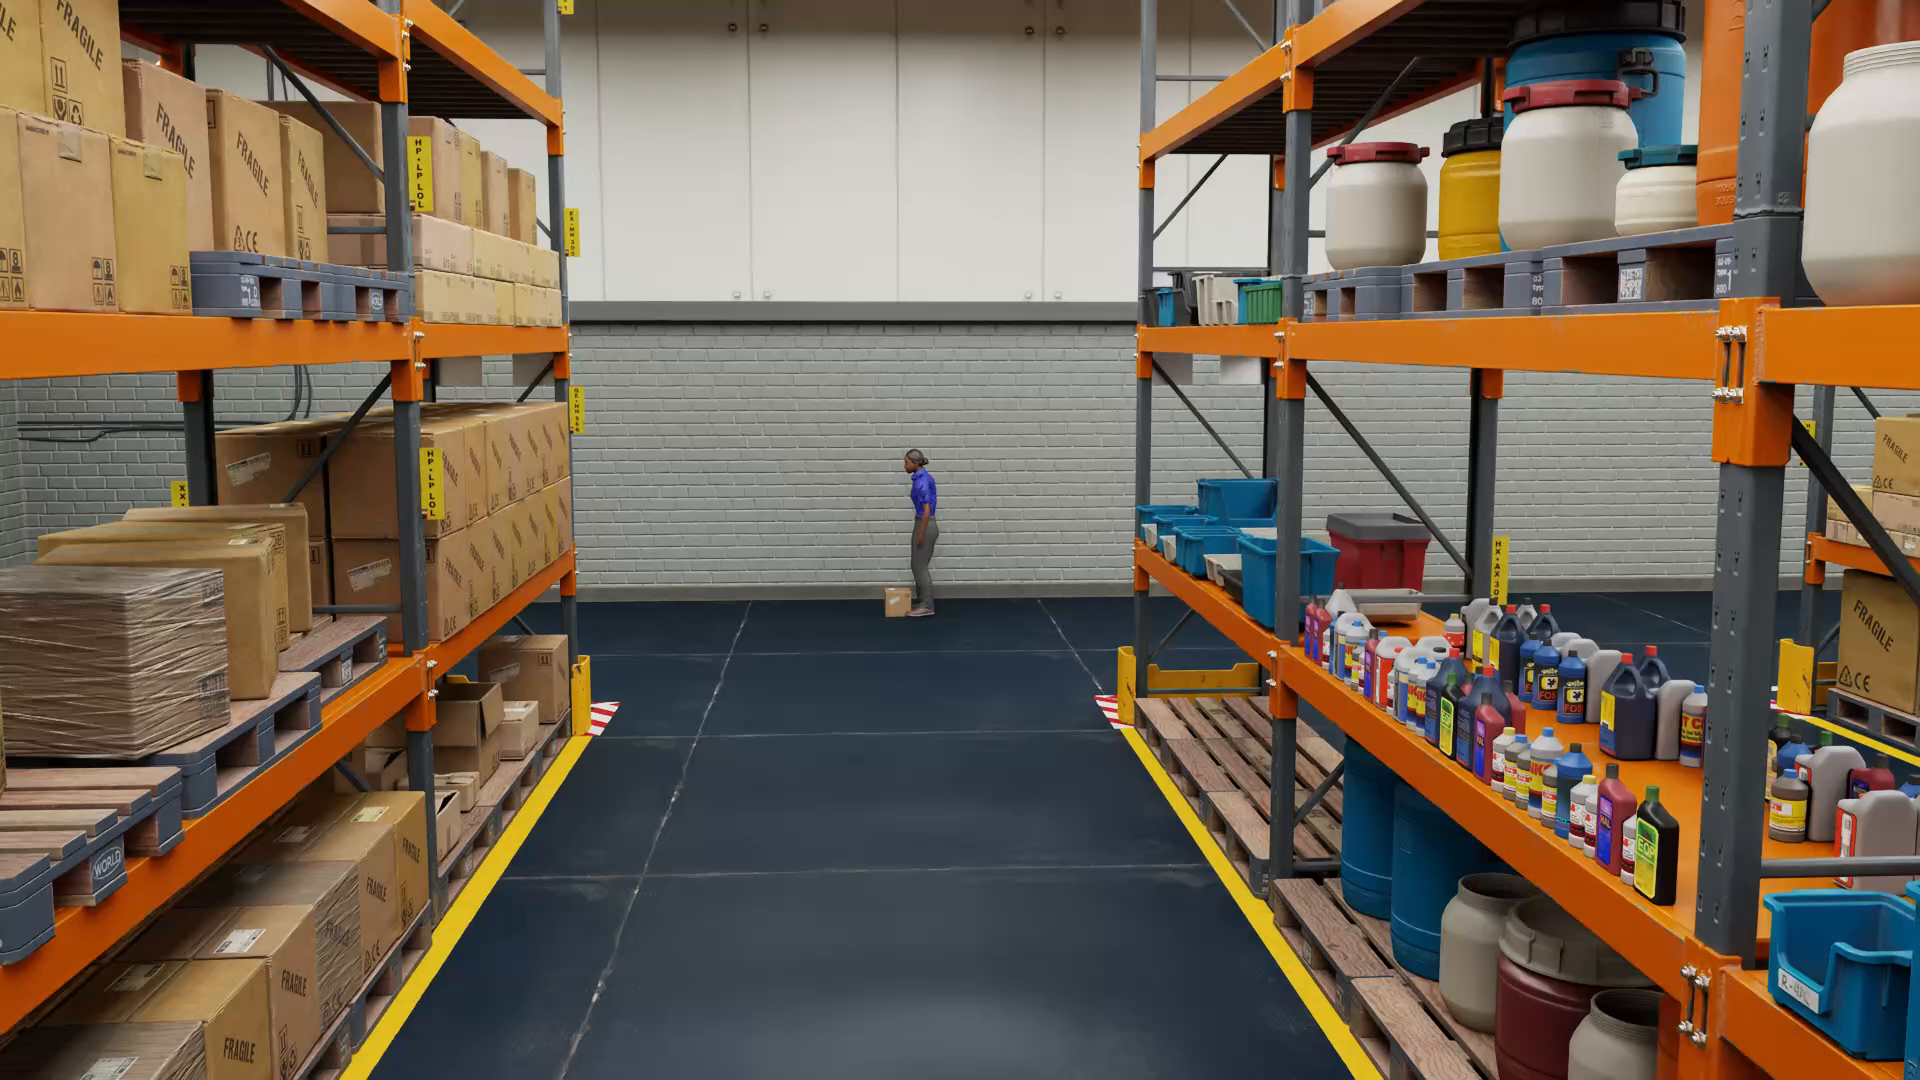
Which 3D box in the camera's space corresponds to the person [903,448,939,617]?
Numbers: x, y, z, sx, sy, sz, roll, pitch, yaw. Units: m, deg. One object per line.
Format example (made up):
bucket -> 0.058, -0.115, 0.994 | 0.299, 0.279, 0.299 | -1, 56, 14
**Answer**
person -> -0.383, -0.082, 16.446 | 0.350, 1.654, 0.503 | 0, 7, -4
